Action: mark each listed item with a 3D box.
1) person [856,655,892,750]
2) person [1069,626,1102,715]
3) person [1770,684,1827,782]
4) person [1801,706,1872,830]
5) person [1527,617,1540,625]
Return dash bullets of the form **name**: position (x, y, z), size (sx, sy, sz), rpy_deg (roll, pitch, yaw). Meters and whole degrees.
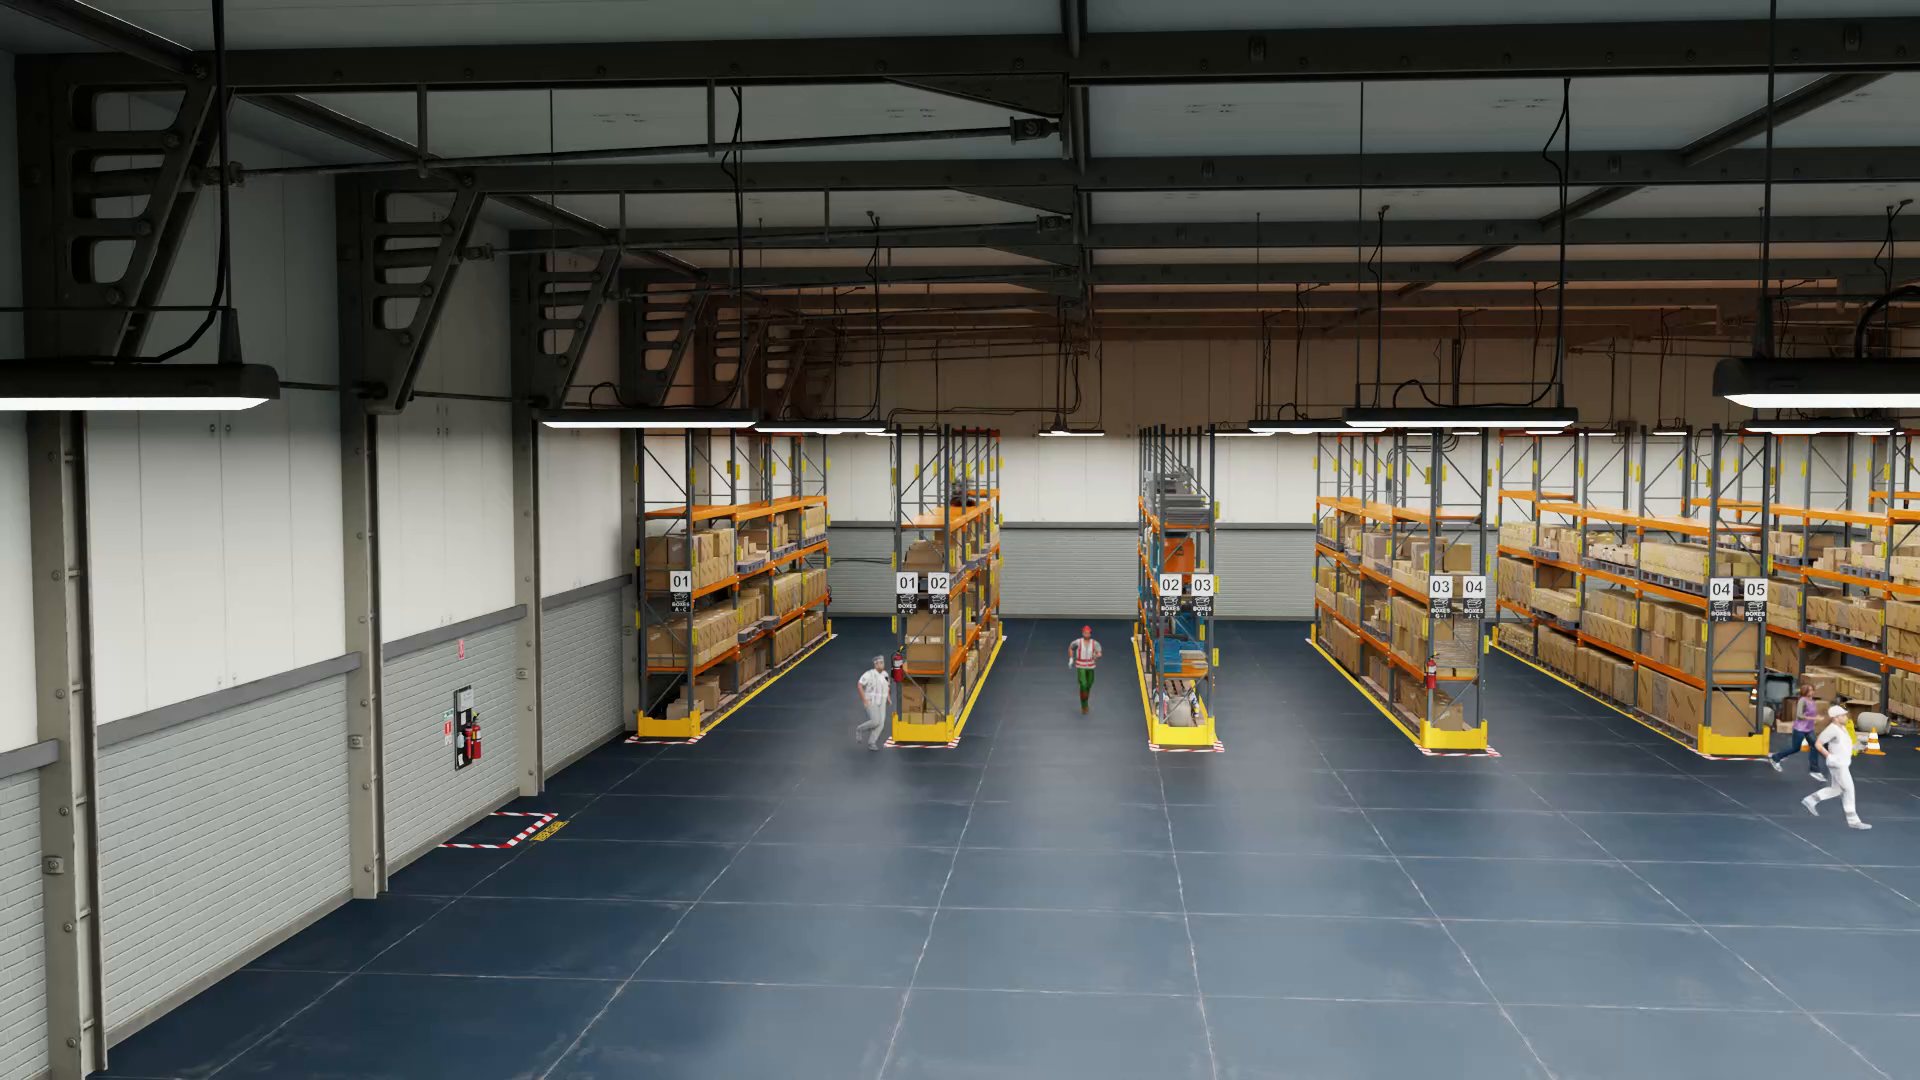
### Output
- **person**: position (-1.535, 2.993, 30.810), size (0.698, 1.709, 0.568), rpy_deg (-3, 5, -40)
- **person**: position (2.625, 2.709, 34.740), size (0.643, 1.844, 0.876), rpy_deg (-1, 4, -10)
- **person**: position (14.166, 3.216, 28.020), size (0.550, 1.613, 0.881), rpy_deg (-3, 4, -36)
- **person**: position (12.927, 3.327, 24.501), size (0.979, 1.768, 0.666), rpy_deg (3, 5, 41)
- **person**: position (16.326, 1.992, 47.313), size (0.791, 1.691, 0.555), rpy_deg (-2, 4, -33)
